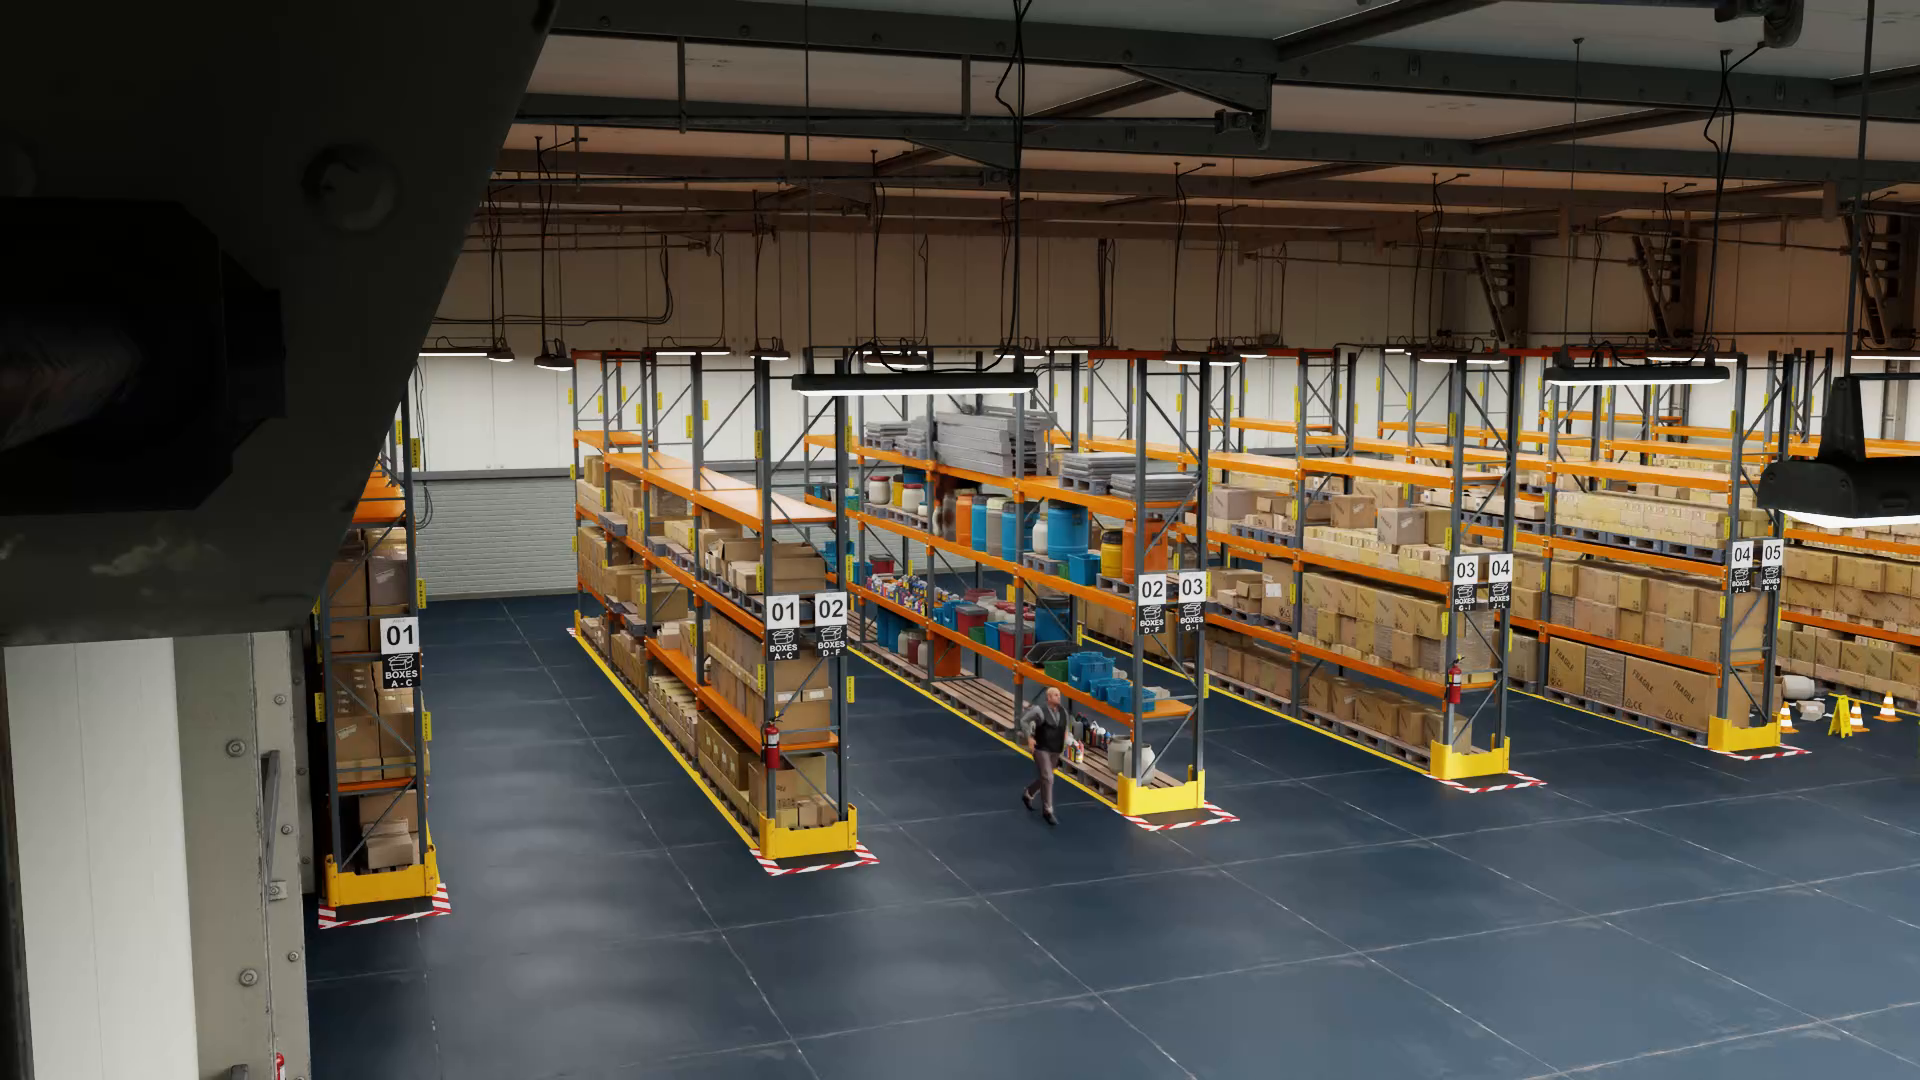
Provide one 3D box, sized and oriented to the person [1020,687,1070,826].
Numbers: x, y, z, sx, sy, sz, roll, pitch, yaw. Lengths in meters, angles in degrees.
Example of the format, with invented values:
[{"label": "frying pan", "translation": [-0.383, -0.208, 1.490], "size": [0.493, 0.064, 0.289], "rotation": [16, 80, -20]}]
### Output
[{"label": "person", "translation": [1.179, 2.777, 21.809], "size": [0.676, 1.705, 0.912], "rotation": [-5, 9, -36]}]
